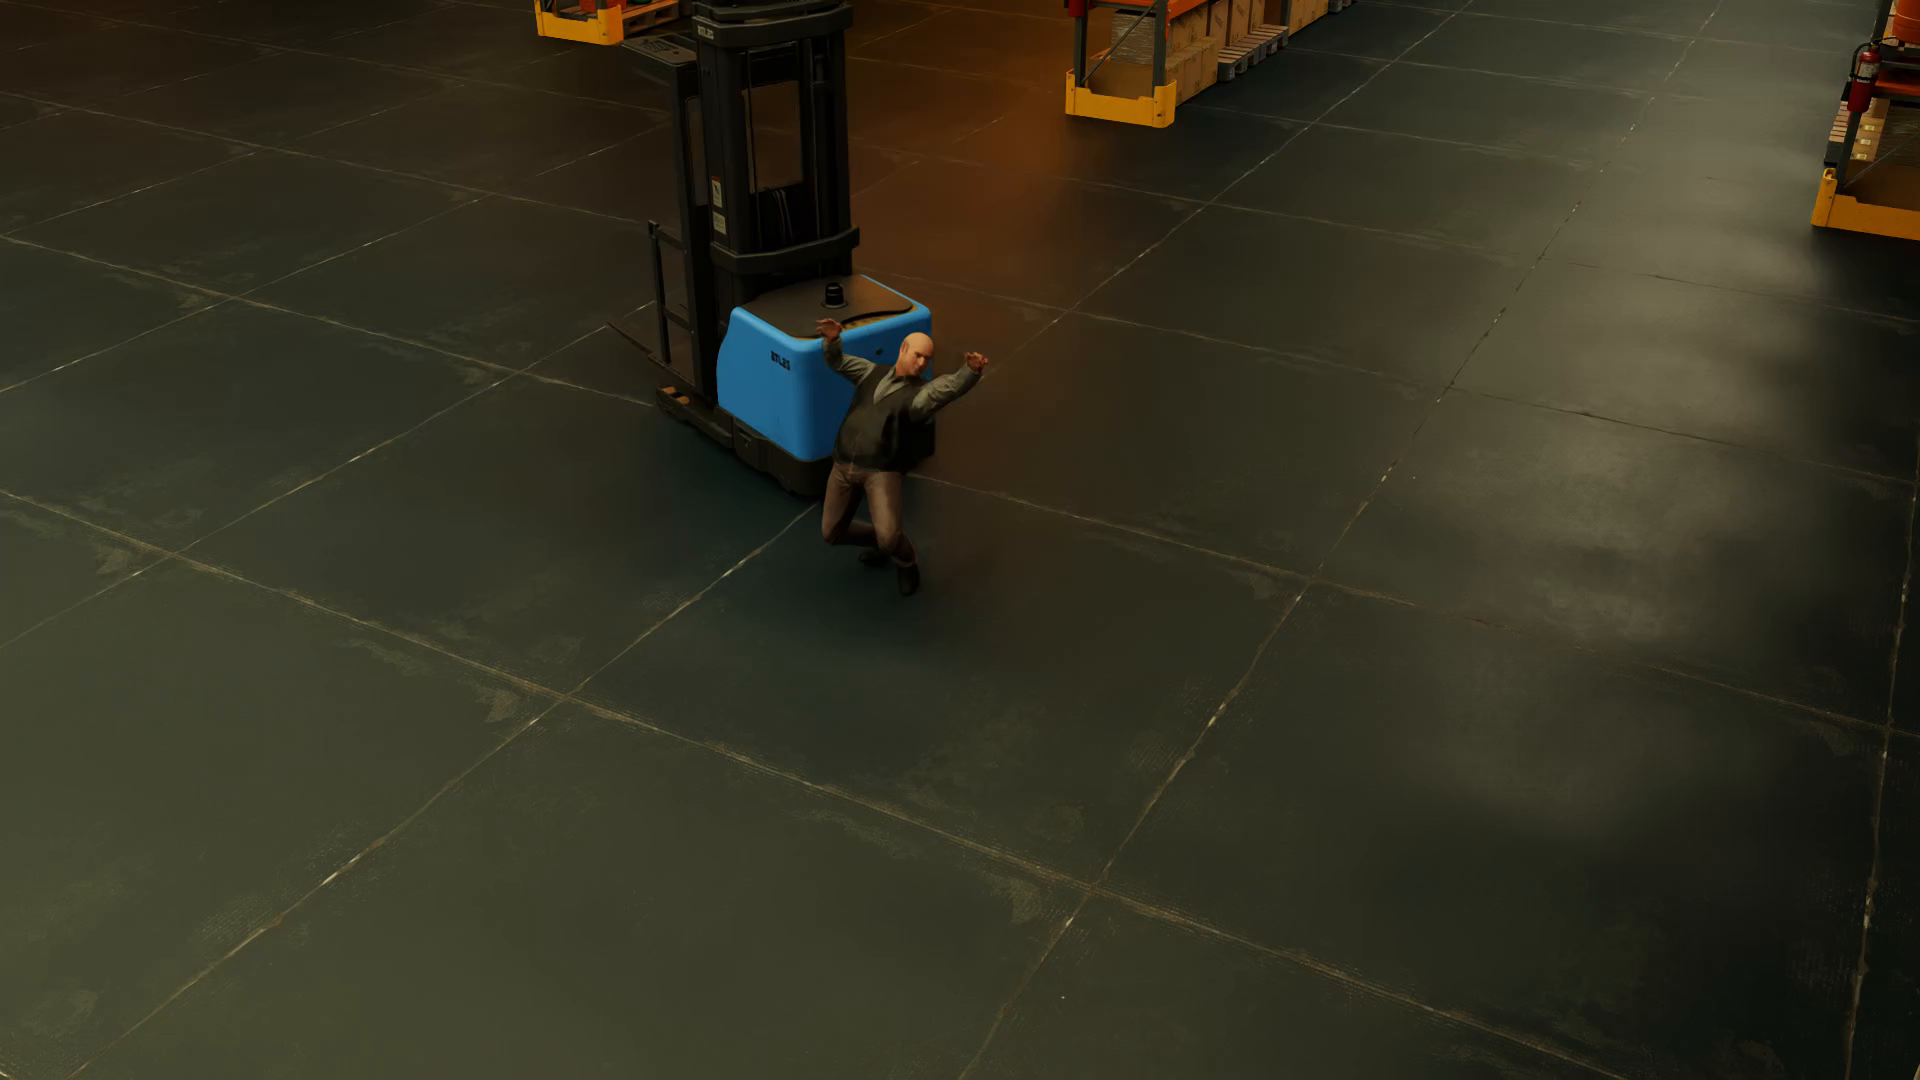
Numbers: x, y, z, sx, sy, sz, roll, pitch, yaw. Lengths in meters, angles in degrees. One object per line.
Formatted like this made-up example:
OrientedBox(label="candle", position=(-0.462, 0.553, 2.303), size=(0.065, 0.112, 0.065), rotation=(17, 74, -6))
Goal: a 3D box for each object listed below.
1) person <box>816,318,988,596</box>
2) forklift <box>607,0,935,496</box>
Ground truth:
OrientedBox(label="person", position=(-0.321, -0.460, 9.206), size=(1.015, 1.631, 0.788), rotation=(18, 34, 28))
OrientedBox(label="forklift", position=(-1.455, -2.221, 10.920), size=(1.130, 2.935, 3.031), rotation=(-21, 36, -32))
